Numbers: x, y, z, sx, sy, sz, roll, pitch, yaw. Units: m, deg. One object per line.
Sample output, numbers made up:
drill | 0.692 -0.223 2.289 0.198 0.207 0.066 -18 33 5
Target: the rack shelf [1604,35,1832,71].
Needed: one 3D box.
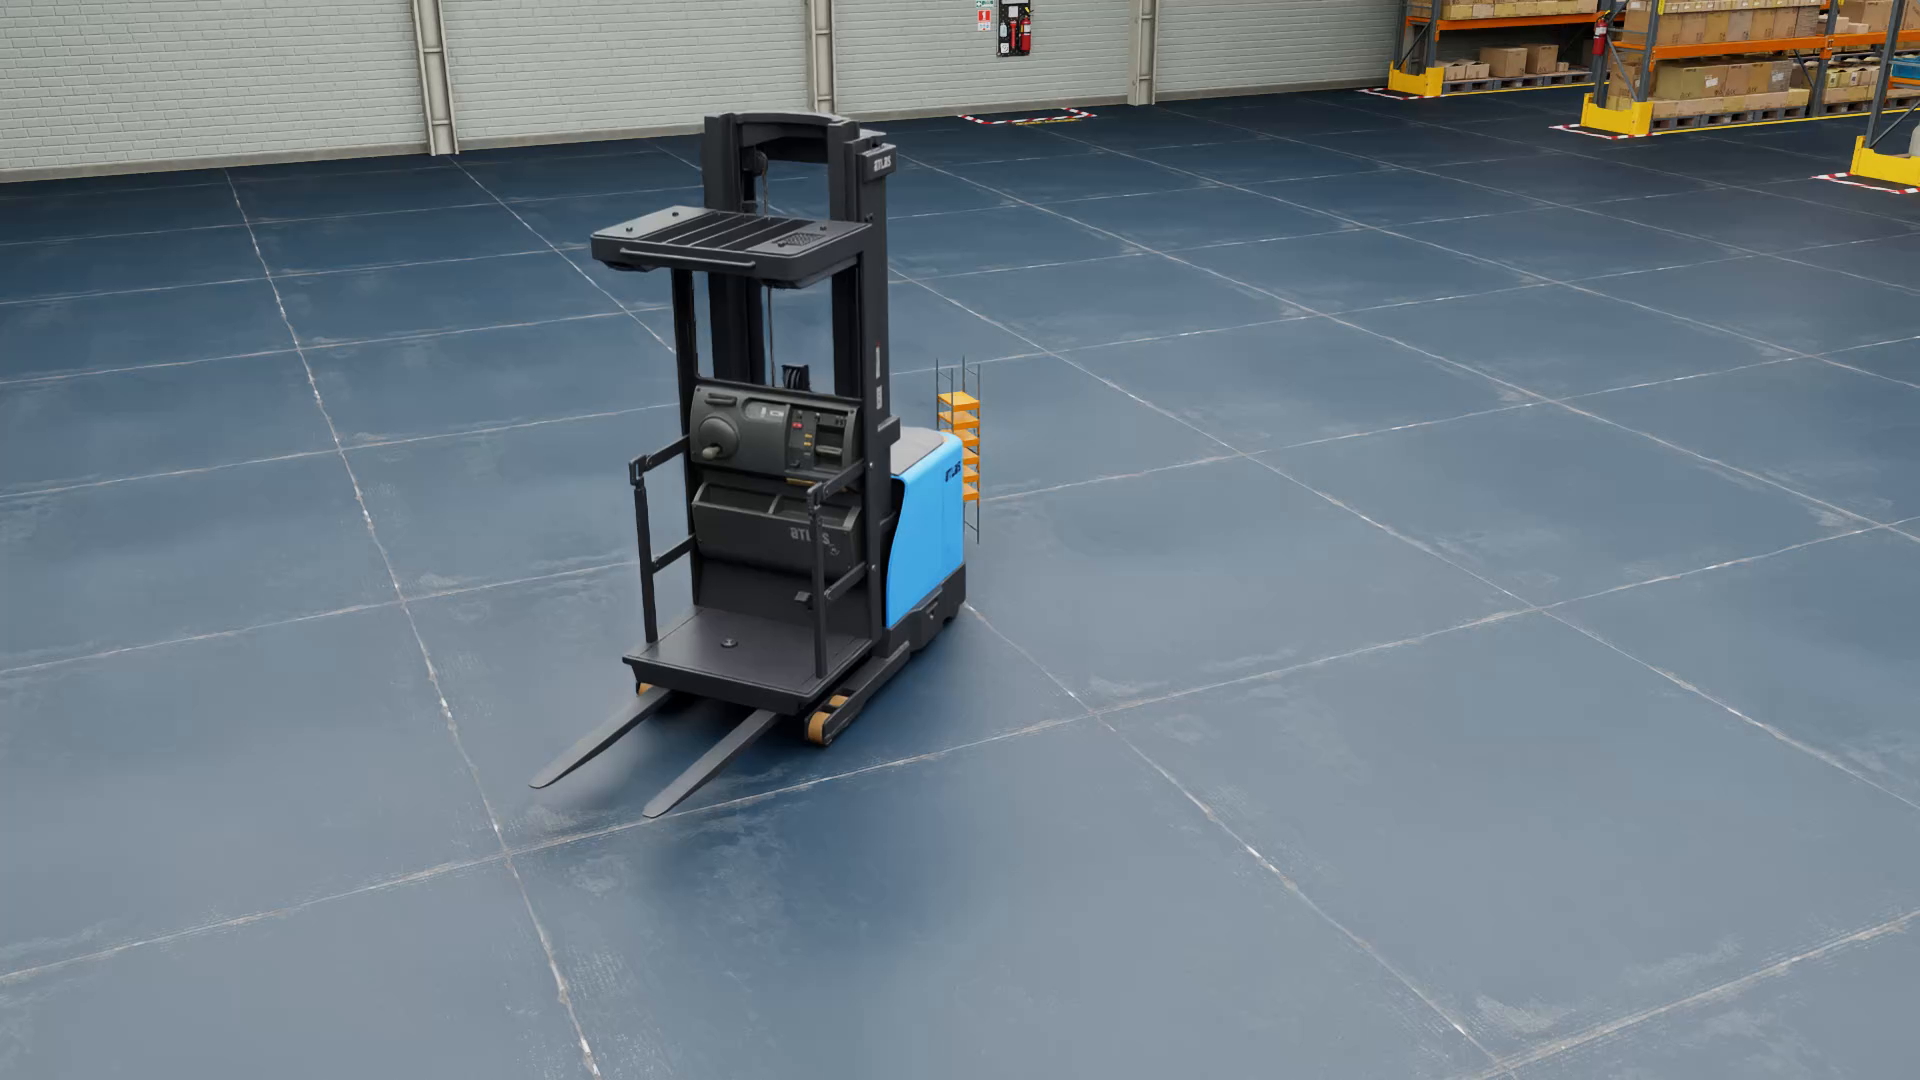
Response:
rack shelf | 12.294 -7.961 27.002 4.000 0.370 1.077 -10 25 -24

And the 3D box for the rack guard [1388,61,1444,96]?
rack guard | 8.408 -8.526 30.694 0.348 0.500 1.175 -10 25 -24

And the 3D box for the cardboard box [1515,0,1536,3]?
cardboard box | 10.278 -10.182 30.616 0.500 0.500 0.500 -10 24 -22

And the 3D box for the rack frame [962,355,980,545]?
rack frame | 0.069 -0.567 10.551 0.006 1.200 0.240 -10 25 -24

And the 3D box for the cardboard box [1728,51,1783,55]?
cardboard box | 16.268 -10.273 33.908 0.750 0.750 0.750 -11 25 -24

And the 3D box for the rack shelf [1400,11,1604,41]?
rack shelf | 10.142 -9.668 31.125 4.000 0.370 1.077 -10 25 -24

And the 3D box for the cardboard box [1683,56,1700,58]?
cardboard box | 14.407 -9.861 33.344 0.500 0.500 0.700 -10 25 -24

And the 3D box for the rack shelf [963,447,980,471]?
rack shelf | -0.013 -0.511 10.532 0.180 0.103 0.258 -10 25 -24

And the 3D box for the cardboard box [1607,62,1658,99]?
cardboard box | 10.846 -7.424 26.828 0.500 0.500 0.500 -10 25 -24

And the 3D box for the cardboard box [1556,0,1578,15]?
cardboard box | 11.196 -10.009 31.178 0.500 0.250 0.500 -10 25 -23

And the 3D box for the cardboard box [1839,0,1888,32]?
cardboard box | 15.269 -8.881 28.152 0.500 0.500 0.500 -9 24 -20

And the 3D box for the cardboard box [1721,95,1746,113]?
cardboard box | 12.423 -7.146 27.138 0.500 0.250 0.500 -10 25 -24

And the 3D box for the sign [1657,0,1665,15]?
sign | 10.727 -8.206 25.418 0.005 0.325 0.100 -10 25 -24

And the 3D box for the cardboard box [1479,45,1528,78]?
cardboard box | 10.199 -9.000 31.263 0.500 0.500 0.700 -12 25 -27

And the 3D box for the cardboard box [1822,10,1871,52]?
cardboard box | 18.623 -10.707 34.956 0.750 0.750 0.750 -10 25 -23

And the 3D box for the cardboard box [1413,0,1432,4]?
cardboard box | 8.672 -10.106 30.433 0.500 0.500 0.500 -11 25 -24

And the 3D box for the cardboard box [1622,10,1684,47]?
cardboard box | 10.918 -8.081 26.220 0.500 0.500 0.700 -10 25 -24

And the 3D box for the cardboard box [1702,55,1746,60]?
cardboard box | 12.641 -7.761 27.642 0.500 0.500 0.500 -10 25 -24

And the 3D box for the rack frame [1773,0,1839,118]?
rack frame | 14.096 -8.626 27.666 0.127 3.000 1.000 -10 25 -24

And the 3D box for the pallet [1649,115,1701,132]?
pallet | 11.162 -6.815 26.937 1.213 0.211 1.003 -10 25 -24

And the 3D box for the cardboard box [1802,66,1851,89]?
cardboard box | 14.576 -7.791 27.962 0.500 0.311 0.500 -10 25 -23

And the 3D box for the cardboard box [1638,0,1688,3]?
cardboard box | 10.965 -8.689 25.993 0.500 0.500 0.700 -10 25 -23

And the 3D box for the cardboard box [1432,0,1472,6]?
cardboard box | 8.900 -9.931 30.008 0.500 0.500 0.500 -10 25 -24

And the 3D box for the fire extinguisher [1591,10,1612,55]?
fire extinguisher | 10.184 -8.067 26.417 0.183 0.674 0.296 -10 25 -24

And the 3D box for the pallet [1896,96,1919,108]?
pallet | 16.941 -7.877 29.505 1.213 0.211 1.003 -10 25 -24

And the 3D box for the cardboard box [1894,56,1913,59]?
cardboard box | 16.631 -8.396 29.424 0.500 0.311 0.500 -11 25 -25

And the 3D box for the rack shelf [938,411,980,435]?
rack shelf | -0.013 -0.733 10.440 0.180 0.103 0.258 -10 25 -24

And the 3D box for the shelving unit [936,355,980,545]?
shelving unit | -0.013 -0.552 10.515 0.189 1.200 0.258 -10 25 -24

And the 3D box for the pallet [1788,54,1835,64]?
pallet | 17.389 -10.013 34.663 1.213 0.211 1.003 -10 25 -24

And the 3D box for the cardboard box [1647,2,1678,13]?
cardboard box | 10.938 -8.299 25.898 0.250 0.149 0.380 -11 25 -24

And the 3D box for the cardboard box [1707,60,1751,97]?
cardboard box | 12.424 -7.492 26.993 0.500 0.500 0.500 -10 25 -24

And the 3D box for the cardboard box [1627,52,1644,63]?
cardboard box | 13.044 -9.611 32.740 0.500 0.500 0.700 -11 25 -25

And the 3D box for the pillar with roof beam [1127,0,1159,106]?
pillar with roof beam | 5.056 -10.376 24.050 0.400 9.000 9.100 -10 25 -24

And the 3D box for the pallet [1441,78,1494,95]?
pallet | 9.156 -8.515 31.045 1.213 0.211 1.003 -10 25 -24

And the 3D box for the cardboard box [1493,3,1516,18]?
cardboard box | 9.840 -9.754 30.561 0.500 0.250 0.500 -11 25 -24

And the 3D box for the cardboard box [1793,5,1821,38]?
cardboard box | 13.699 -8.596 27.463 0.500 0.500 0.700 -11 25 -25

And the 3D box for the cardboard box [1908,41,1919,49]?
cardboard box | 20.325 -10.869 35.805 0.500 0.500 0.700 -11 25 -24

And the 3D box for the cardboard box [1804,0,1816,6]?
cardboard box | 13.720 -8.812 27.138 0.250 0.149 0.380 -11 25 -25

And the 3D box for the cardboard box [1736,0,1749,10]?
cardboard box | 12.324 -8.553 26.513 0.250 0.149 0.380 -10 25 -23

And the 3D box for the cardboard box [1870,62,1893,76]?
cardboard box | 15.961 -8.046 28.579 0.500 0.311 0.500 -10 24 -22

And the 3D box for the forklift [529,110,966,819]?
forklift | -1.027 -0.519 8.171 1.130 2.935 3.031 10 24 22

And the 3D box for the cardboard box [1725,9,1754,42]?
cardboard box | 12.311 -8.339 26.843 0.500 0.500 0.700 -10 24 -22

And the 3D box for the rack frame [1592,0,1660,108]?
rack frame | 10.491 -7.962 26.063 0.127 3.000 1.000 -10 25 -24

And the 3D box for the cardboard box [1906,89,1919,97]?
cardboard box | 16.414 -7.872 28.892 0.500 0.250 0.500 -10 24 -22

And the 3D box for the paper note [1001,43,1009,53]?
paper note | 0.756 -8.278 27.978 0.142 0.148 0.016 -10 25 -24

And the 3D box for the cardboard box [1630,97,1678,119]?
cardboard box | 11.071 -6.898 26.538 0.500 0.250 0.500 -10 25 -24

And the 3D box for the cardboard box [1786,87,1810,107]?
cardboard box | 13.773 -7.397 27.743 0.500 0.250 0.500 -10 25 -24

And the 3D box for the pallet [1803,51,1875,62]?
pallet | 18.490 -10.217 35.156 1.213 0.211 1.003 -10 25 -24

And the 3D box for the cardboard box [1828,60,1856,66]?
cardboard box | 15.253 -8.145 28.817 0.500 0.311 0.500 -11 25 -24

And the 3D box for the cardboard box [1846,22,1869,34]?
cardboard box | 14.983 -8.586 27.899 0.250 0.149 0.380 -10 25 -24

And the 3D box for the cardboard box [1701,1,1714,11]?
cardboard box | 11.629 -8.426 26.204 0.250 0.149 0.380 -11 25 -24

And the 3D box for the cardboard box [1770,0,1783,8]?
cardboard box | 13.026 -8.684 26.829 0.250 0.149 0.380 -11 25 -24

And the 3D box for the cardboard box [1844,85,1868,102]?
cardboard box | 15.028 -7.615 28.270 0.500 0.250 0.500 -10 24 -22
